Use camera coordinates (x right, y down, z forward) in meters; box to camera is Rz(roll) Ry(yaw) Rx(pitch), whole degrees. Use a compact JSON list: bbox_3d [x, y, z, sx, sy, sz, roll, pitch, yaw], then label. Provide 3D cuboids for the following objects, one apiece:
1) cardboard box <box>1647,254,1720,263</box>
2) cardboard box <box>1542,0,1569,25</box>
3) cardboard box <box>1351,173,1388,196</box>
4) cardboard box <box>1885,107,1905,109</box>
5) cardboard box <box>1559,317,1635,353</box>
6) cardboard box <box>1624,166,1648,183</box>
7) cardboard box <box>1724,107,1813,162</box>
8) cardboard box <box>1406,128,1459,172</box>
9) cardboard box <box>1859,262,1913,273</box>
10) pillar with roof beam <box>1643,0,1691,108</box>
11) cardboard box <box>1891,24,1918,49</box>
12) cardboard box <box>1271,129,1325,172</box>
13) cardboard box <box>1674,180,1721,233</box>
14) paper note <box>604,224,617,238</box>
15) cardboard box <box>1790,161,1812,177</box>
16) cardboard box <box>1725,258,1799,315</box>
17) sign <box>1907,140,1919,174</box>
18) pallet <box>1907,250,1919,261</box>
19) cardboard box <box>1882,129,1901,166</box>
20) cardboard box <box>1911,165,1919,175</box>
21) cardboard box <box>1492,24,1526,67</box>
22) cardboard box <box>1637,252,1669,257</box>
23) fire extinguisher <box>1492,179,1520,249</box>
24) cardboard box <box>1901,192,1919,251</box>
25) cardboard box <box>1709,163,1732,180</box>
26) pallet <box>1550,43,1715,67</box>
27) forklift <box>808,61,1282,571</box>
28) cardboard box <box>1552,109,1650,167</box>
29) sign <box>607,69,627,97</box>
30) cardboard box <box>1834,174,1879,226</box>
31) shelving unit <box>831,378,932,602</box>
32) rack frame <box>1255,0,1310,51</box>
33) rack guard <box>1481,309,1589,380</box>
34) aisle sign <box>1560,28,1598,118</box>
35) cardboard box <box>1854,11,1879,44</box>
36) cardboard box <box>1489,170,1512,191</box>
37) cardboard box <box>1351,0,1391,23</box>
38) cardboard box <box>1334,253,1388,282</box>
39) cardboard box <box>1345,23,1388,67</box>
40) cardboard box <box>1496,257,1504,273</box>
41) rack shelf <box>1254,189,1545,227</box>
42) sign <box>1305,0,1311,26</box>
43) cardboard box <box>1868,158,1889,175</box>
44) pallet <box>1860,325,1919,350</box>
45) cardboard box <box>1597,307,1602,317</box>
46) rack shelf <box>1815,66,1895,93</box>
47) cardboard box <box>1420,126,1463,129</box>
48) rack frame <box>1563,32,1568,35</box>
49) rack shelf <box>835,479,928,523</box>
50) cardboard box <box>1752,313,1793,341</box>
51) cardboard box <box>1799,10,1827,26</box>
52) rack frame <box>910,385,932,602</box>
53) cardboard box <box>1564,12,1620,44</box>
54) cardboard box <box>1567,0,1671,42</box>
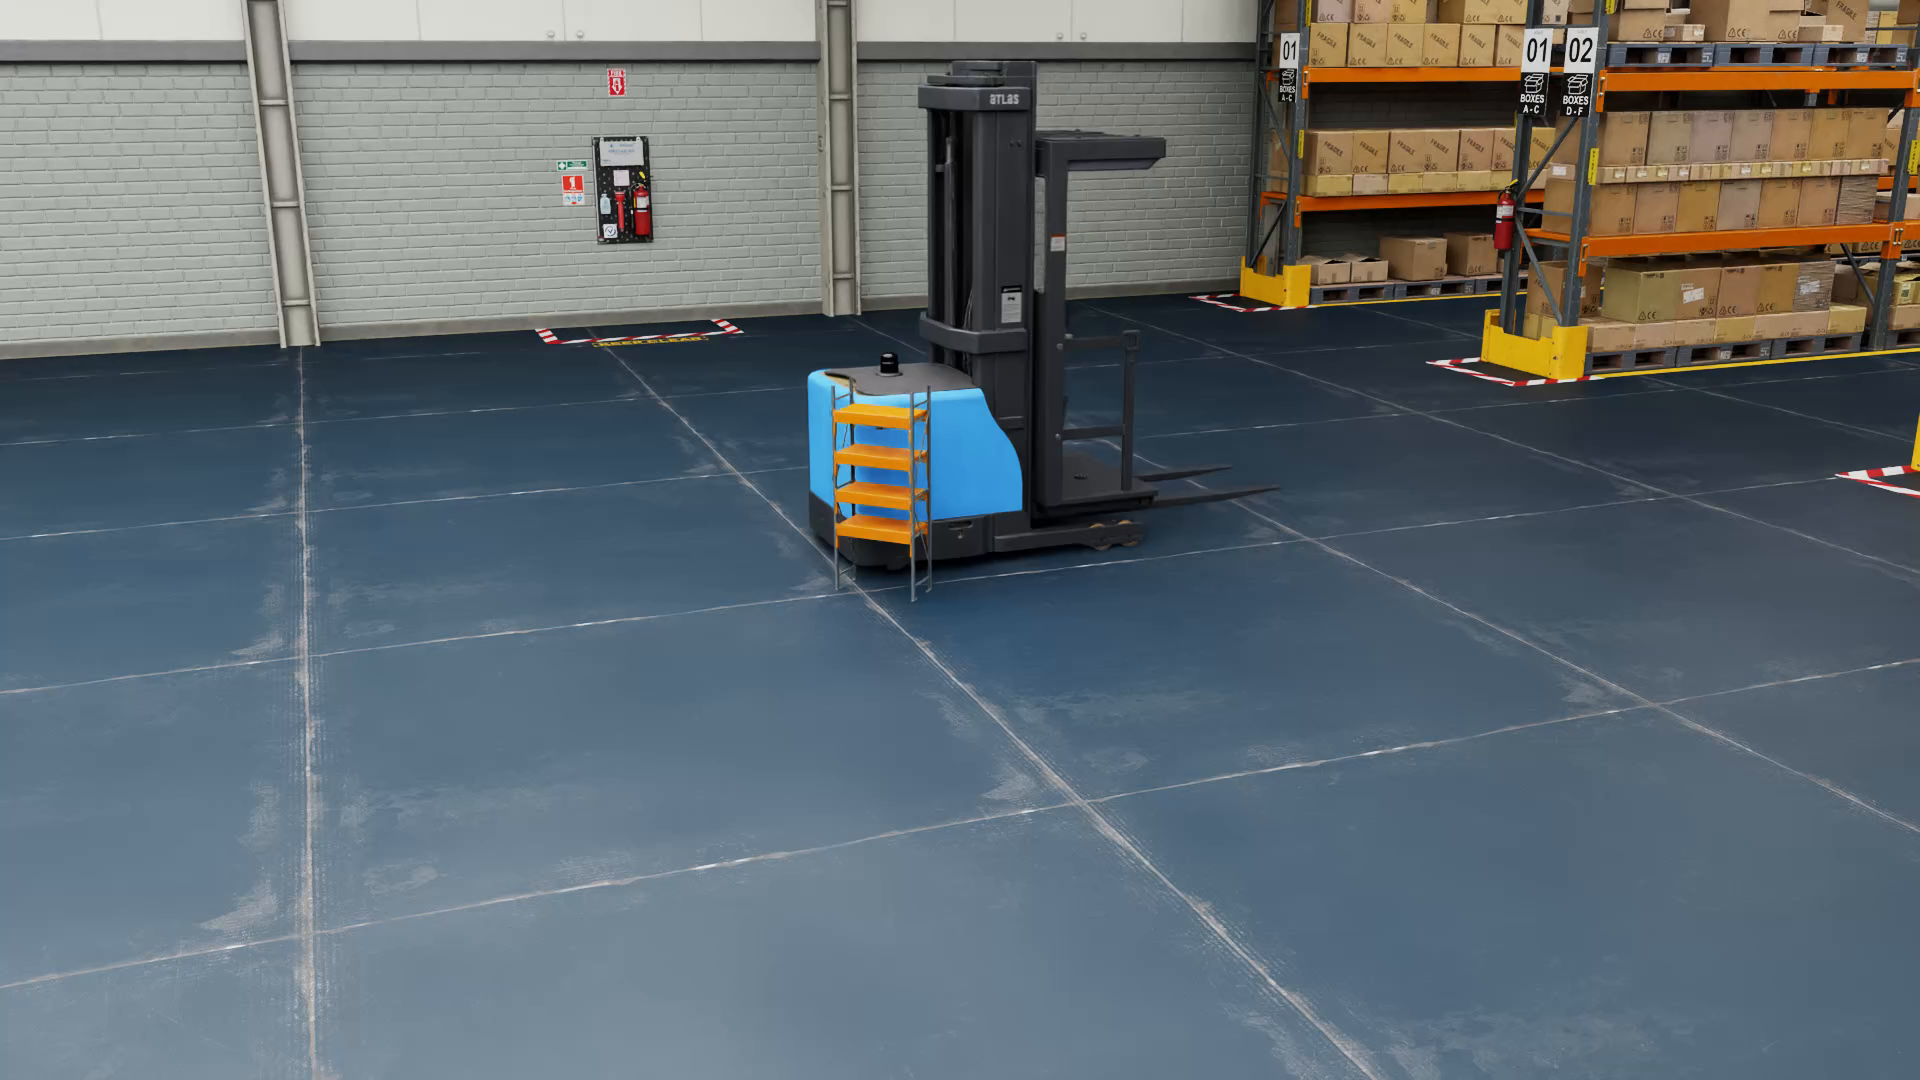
[{"bbox_3d":[7.420,-2.657,17.126,0.500,0.500,0.500,-6,17,-20],"label":"cardboard box"},{"bbox_3d":[7.218,-6.689,20.740,0.500,0.500,0.500,-8,18,-25],"label":"cardboard box"},{"bbox_3d":[4.902,-4.390,20.455,0.500,0.250,0.500,-7,18,-22],"label":"cardboard box"},{"bbox_3d":[13.584,-6.116,24.031,0.500,0.250,0.500,-7,18,-22],"label":"cardboard box"},{"bbox_3d":[6.210,-2.005,16.239,0.500,0.250,0.500,-6,17,-20],"label":"cardboard box"},{"bbox_3d":[6.318,-3.497,15.855,0.250,0.149,0.380,-7,18,-22],"label":"cardboard box"},{"bbox_3d":[8.013,-4.053,16.598,0.500,0.500,0.700,-6,17,-20],"label":"cardboard box"},{"bbox_3d":[5.834,-4.850,20.690,0.500,0.500,0.500,-6,17,-18],"label":"cardboard box"},{"bbox_3d":[10.124,-2.853,18.128,0.500,0.311,0.500,-6,17,-19],"label":"cardboard box"},{"bbox_3d":[11.341,-7.080,18.735,0.400,9.000,9.100,-6,17,-20],"label":"pillar with roof beam"},{"bbox_3d":[9.943,-5.159,17.041,0.500,0.250,0.500,-4,17,-14],"label":"cardboard box"},{"bbox_3d":[4.217,-4.832,20.627,0.500,0.500,0.500,-6,18,-21],"label":"cardboard box"},{"bbox_3d":[7.024,-3.322,16.410,0.500,0.500,0.700,-6,17,-20],"label":"cardboard box"},{"bbox_3d":[-3.917,-3.462,18.629,0.142,0.148,0.016,-6,17,-20],"label":"paper note"},{"bbox_3d":[8.236,-3.704,16.560,0.250,0.149,0.380,-6,17,-20],"label":"cardboard box"},{"bbox_3d":[8.073,-2.570,16.830,0.500,0.500,0.500,-6,17,-20],"label":"cardboard box"},{"bbox_3d":[9.565,-3.839,16.669,0.005,0.325,0.100,-6,17,-20],"label":"sign"},{"bbox_3d":[14.365,-4.205,24.543,1.213,0.211,1.003,-6,17,-20],"label":"pallet"},{"bbox_3d":[12.825,-5.519,23.329,0.500,0.500,0.500,-6,17,-20],"label":"cardboard box"},{"bbox_3d":[13.390,-5.281,23.668,0.250,0.149,0.380,-6,17,-18],"label":"cardboard box"},{"bbox_3d":[6.729,-6.167,20.739,0.500,0.500,0.500,-8,18,-25],"label":"cardboard box"},{"bbox_3d":[9.225,-4.030,22.655,0.500,0.500,0.700,-6,17,-19],"label":"cardboard box"},{"bbox_3d":[5.353,-3.201,16.312,0.183,0.674,0.296,-6,17,-20],"label":"fire extinguisher"},{"bbox_3d":[13.669,-4.620,24.079,0.750,0.750,0.750,-6,17,-18],"label":"cardboard box"},{"bbox_3d":[7.275,-3.600,16.206,0.250,0.149,0.380,-6,18,-21],"label":"cardboard box"},{"bbox_3d":[6.299,-4.589,15.735,1.213,0.211,1.003,-6,17,-20],"label":"pallet"},{"bbox_3d":[0.605,-1.471,10.406,3.031,2.935,1.130,-7,18,-21],"label":"forklift"},{"bbox_3d":[6.119,-3.847,15.896,0.500,0.500,0.700,-6,17,-20],"label":"cardboard box"},{"bbox_3d":[-3.770,-5.022,18.264,0.199,0.298,0.001,-6,17,-20],"label":"sign"},{"bbox_3d":[8.952,-3.533,17.127,0.500,0.500,0.700,-7,18,-22],"label":"cardboard box"},{"bbox_3d":[-0.441,-0.287,9.446,0.503,1.200,0.258,7,18,23],"label":"shelving unit"},{"bbox_3d":[3.853,-7.309,19.517,0.127,3.000,1.000,-6,17,-20],"label":"rack frame"},{"bbox_3d":[5.607,-1.926,16.269,0.348,0.500,1.175,-6,17,-20],"label":"rack guard"},{"bbox_3d":[5.678,-4.288,15.262,0.004,0.787,0.394,-6,17,-20],"label":"aisle sign"},{"bbox_3d":[12.232,-7.067,23.057,0.500,0.500,0.700,-7,18,-23],"label":"cardboard box"},{"bbox_3d":[6.786,-4.596,21.156,0.500,0.250,0.500,-6,17,-20],"label":"cardboard box"},{"bbox_3d":[4.786,-6.419,19.824,0.500,0.500,0.500,-6,18,-21],"label":"cardboard box"},{"bbox_3d":[5.064,-3.455,21.032,0.500,0.311,0.500,-5,17,-15],"label":"cardboard box"},{"bbox_3d":[4.769,-5.940,19.966,0.500,0.500,0.500,-5,17,-16],"label":"cardboard box"},{"bbox_3d":[7.100,-3.624,21.863,0.250,0.166,0.380,-9,18,-27],"label":"cardboard box"},{"bbox_3d":[5.721,-4.287,21.151,4.000,0.370,1.077,-6,17,-20],"label":"rack shelf"},{"bbox_3d":[4.048,-6.147,19.331,0.005,0.325,0.100,-6,17,-20],"label":"sign"},{"bbox_3d":[9.187,-3.806,16.908,0.250,0.149,0.380,-6,17,-20],"label":"cardboard box"},{"bbox_3d":[10.039,-2.278,17.980,1.213,0.211,1.003,-6,17,-20],"label":"pallet"},{"bbox_3d":[6.487,-2.195,16.885,0.500,0.250,0.500,-6,17,-20],"label":"cardboard box"},{"bbox_3d":[13.191,-6.533,23.475,4.000,0.370,1.077,-6,17,-20],"label":"rack shelf"},{"bbox_3d":[6.123,-5.039,21.334,0.500,0.500,0.500,-6,17,-19],"label":"cardboard box"},{"bbox_3d":[7.588,-7.712,20.891,0.127,3.000,1.000,-6,17,-20],"label":"rack frame"},{"bbox_3d":[-0.441,-0.222,9.465,0.480,0.148,0.258,7,18,23],"label":"rack shelf"},{"bbox_3d":[8.078,-2.207,16.924,0.500,0.250,0.500,-6,17,-20],"label":"cardboard box"},{"bbox_3d":[8.296,-5.160,16.688,0.500,0.311,0.500,-7,18,-23],"label":"cardboard box"},{"bbox_3d":[-0.219,-0.259,9.351,0.015,1.200,0.240,7,18,23],"label":"rack frame"},{"bbox_3d":[8.128,-6.557,21.356,0.500,0.500,0.500,-4,17,-12],"label":"cardboard box"},{"bbox_3d":[6.167,-4.942,15.603,0.637,0.503,0.797,-5,17,-16],"label":"cardboard box"}]
